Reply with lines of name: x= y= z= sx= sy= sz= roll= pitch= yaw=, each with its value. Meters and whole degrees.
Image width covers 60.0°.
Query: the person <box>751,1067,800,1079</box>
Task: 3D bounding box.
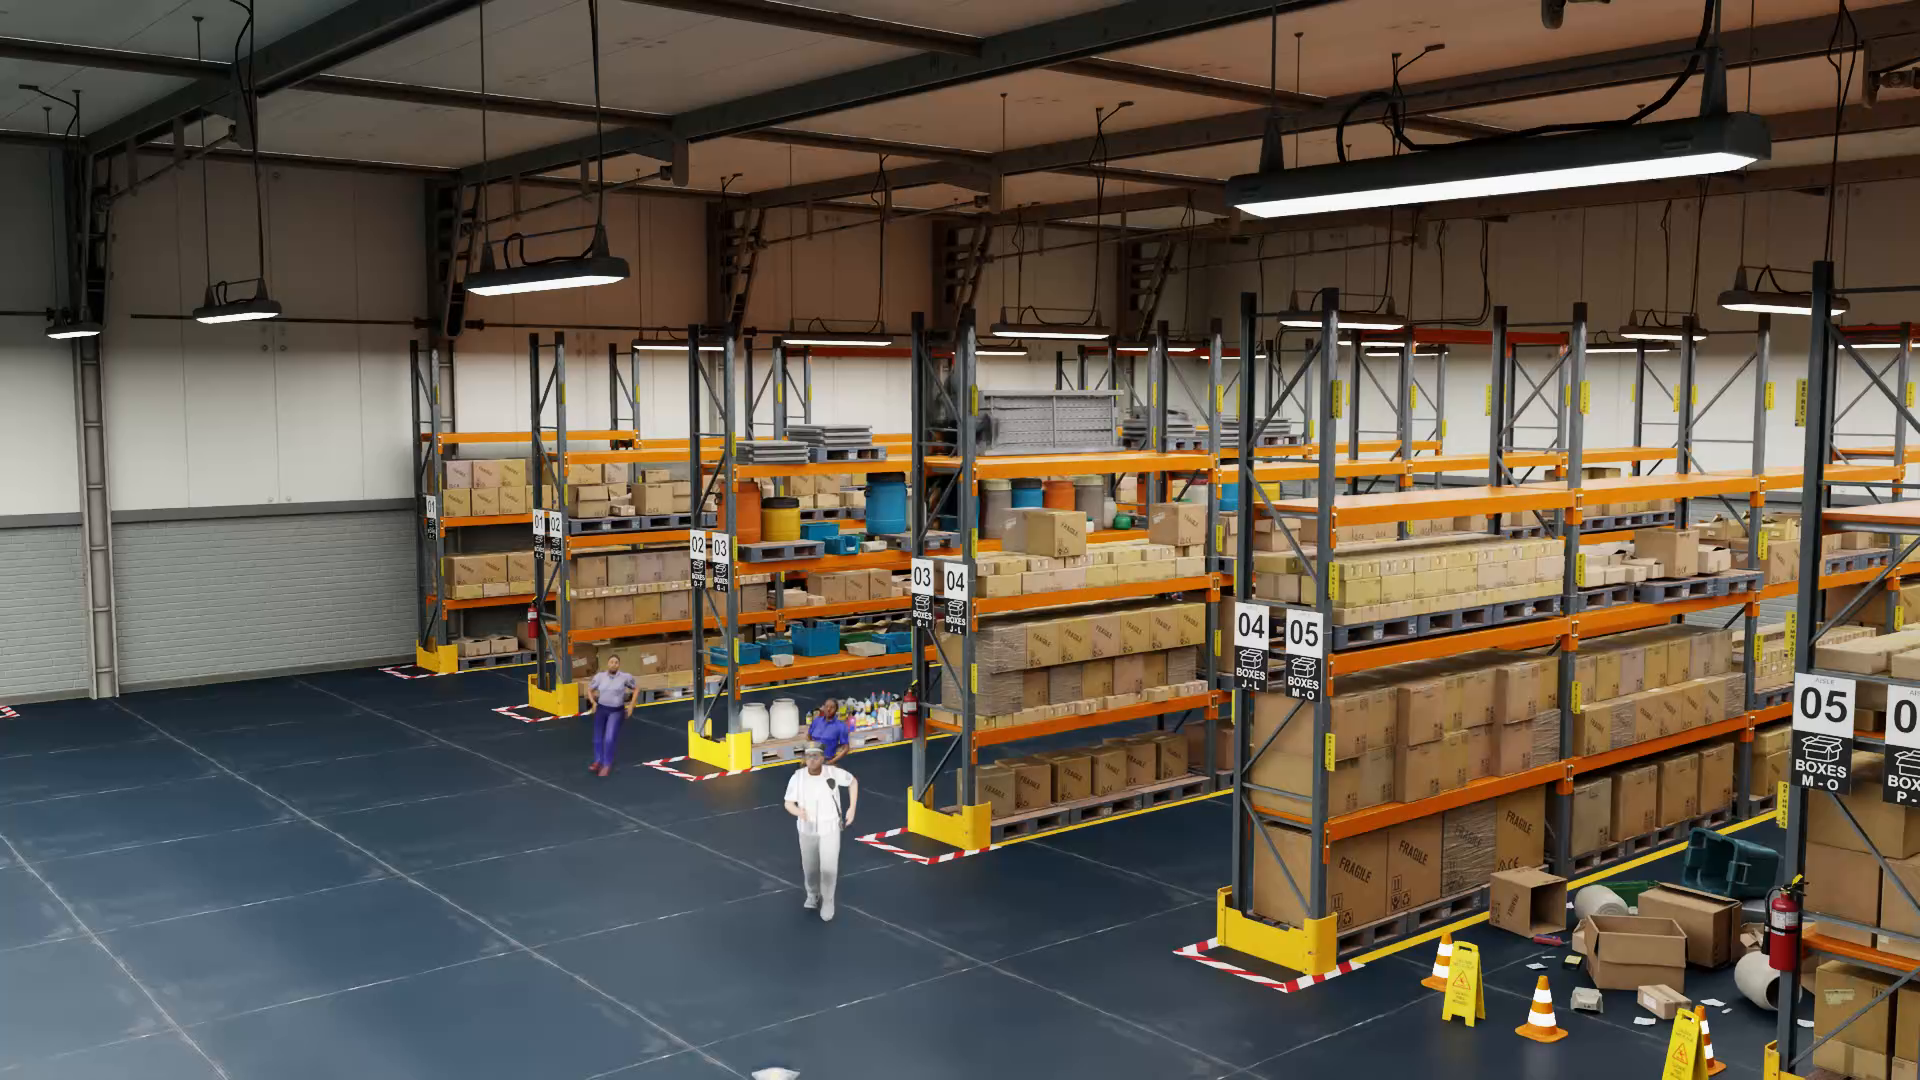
person: x=-0.964 y=3.536 z=8.540 sx=0.536 sy=1.758 sz=0.770 roll=-1 pitch=5 yaw=-7

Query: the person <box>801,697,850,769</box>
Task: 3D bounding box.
person: x=-1.582 y=2.606 z=19.145 sx=0.610 sy=1.581 sz=0.515 roll=1 pitch=5 yaw=15

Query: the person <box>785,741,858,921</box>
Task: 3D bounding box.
person: x=-1.348 y=2.798 z=16.071 sx=0.677 sy=1.769 sz=0.866 roll=0 pitch=5 yaw=3

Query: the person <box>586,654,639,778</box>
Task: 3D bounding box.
person: x=-4.653 y=2.333 z=22.102 sx=0.662 sy=1.652 sz=0.663 roll=0 pitch=5 yaw=3
